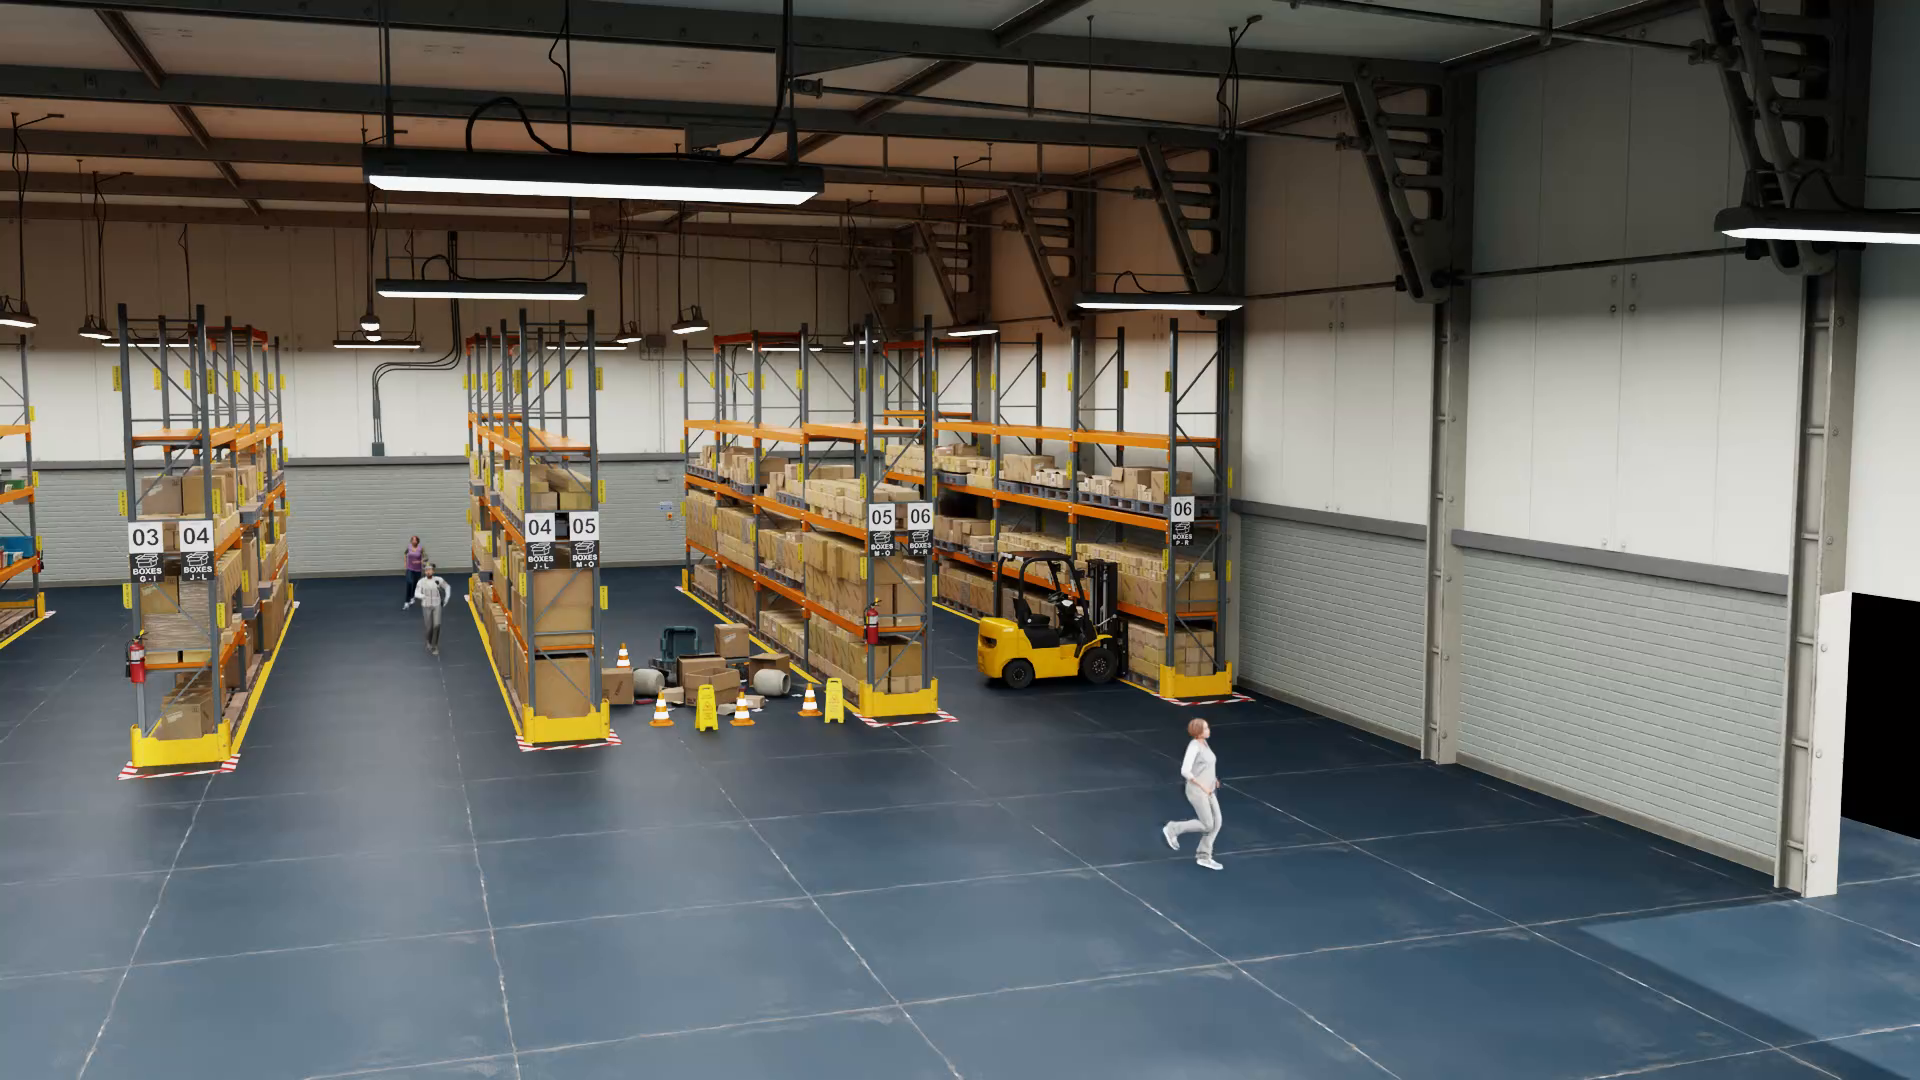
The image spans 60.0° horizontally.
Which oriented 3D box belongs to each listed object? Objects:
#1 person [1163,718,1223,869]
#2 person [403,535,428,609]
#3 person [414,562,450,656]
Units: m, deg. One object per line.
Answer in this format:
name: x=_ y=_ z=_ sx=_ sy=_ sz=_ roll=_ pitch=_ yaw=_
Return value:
person: x=2.435 y=2.611 z=17.227 sx=0.623 sy=1.564 sz=0.545 roll=3 pitch=6 yaw=25
person: x=-12.134 y=0.701 z=37.101 sx=0.543 sy=1.616 sz=0.710 roll=-1 pitch=6 yaw=-15
person: x=-9.756 y=1.267 z=30.759 sx=0.618 sy=1.728 sz=0.733 roll=-1 pitch=6 yaw=-14
